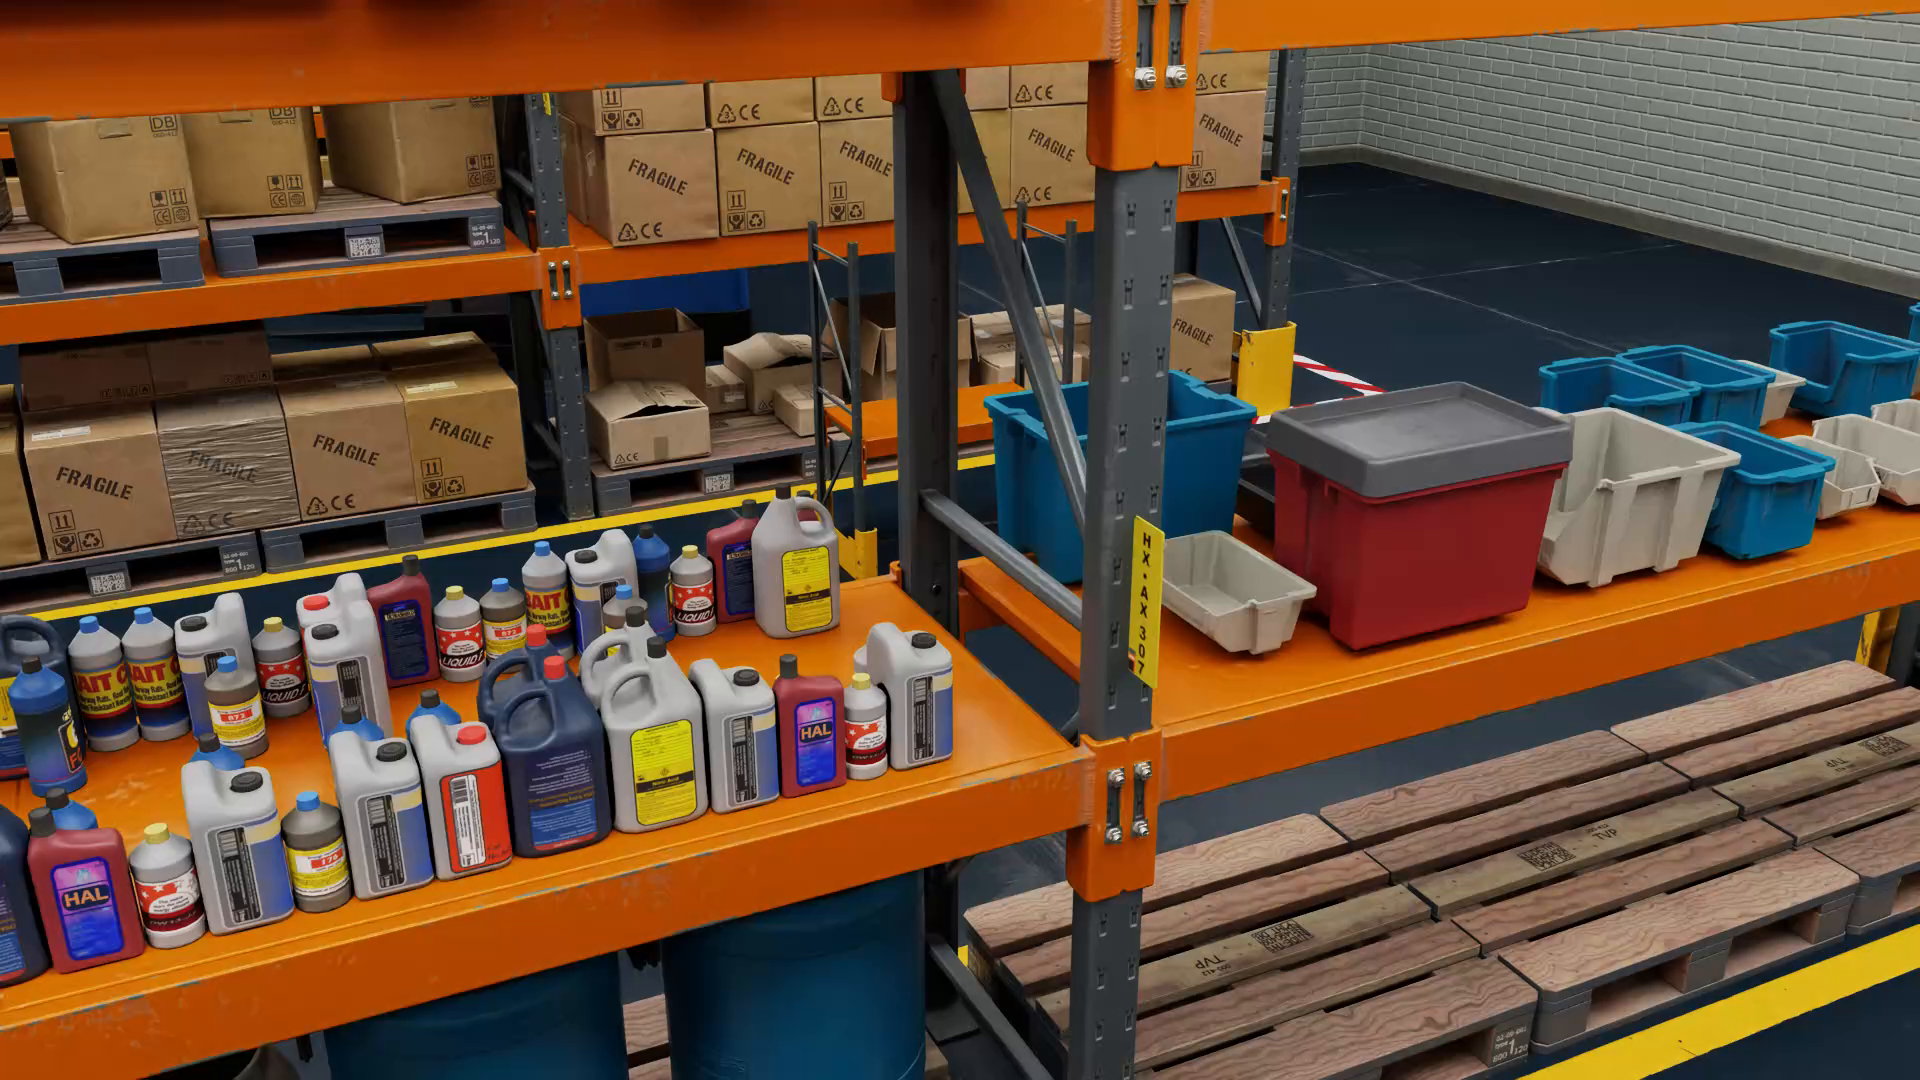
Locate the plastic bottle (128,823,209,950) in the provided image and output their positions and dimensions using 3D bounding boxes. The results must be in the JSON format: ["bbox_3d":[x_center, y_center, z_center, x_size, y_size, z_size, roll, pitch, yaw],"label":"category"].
[{"bbox_3d":[-1.304,0.561,2.733,0.097,0.201,0.097,0,22,0],"label":"plastic bottle"}]

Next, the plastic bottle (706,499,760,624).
[{"bbox_3d":[-0.518,0.048,3.864,0.133,0.283,0.061,-10,25,-24],"label":"plastic bottle"}]

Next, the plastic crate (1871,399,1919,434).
[{"bbox_3d":[2.798,-0.270,4.747,0.243,0.136,0.396,-10,25,-24],"label":"plastic crate"}]

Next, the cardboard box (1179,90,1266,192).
[{"bbox_3d":[1.291,-2.191,8.990,0.500,0.500,0.500,-10,24,-22],"label":"cardboard box"}]

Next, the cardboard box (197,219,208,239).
[{"bbox_3d":[-5.508,-2.255,11.539,0.750,0.750,0.750,-10,24,-22],"label":"cardboard box"}]

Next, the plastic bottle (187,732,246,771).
[{"bbox_3d":[-1.282,0.460,2.886,0.097,0.271,0.097,0,22,0],"label":"plastic bottle"}]

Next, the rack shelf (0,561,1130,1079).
[{"bbox_3d":[-1.684,0.723,3.023,4.000,0.370,1.077,-10,25,-24],"label":"rack shelf"}]

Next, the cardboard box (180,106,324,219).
[{"bbox_3d":[-3.143,-1.752,7.381,0.500,0.500,0.700,-6,23,-15],"label":"cardboard box"}]

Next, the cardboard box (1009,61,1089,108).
[{"bbox_3d":[0.375,-2.481,8.383,0.500,0.500,0.500,-10,24,-22],"label":"cardboard box"}]

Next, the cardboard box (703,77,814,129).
[{"bbox_3d":[-1.016,-2.224,7.764,0.500,0.500,0.500,-11,25,-25],"label":"cardboard box"}]

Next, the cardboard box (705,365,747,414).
[{"bbox_3d":[-1.325,-0.810,8.938,0.250,0.149,0.380,-10,25,-24],"label":"cardboard box"}]

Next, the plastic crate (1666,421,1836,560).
[{"bbox_3d":[1.983,-0.126,4.274,0.300,0.233,0.416,-10,25,-24],"label":"plastic crate"}]

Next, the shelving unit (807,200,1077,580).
[{"bbox_3d":[-0.069,-0.680,7.433,1.083,1.500,0.587,-10,25,-24],"label":"shelving unit"}]

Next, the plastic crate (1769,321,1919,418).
[{"bbox_3d":[2.763,-0.519,5.222,0.300,0.233,0.416,-10,25,-24],"label":"plastic crate"}]

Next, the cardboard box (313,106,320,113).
[{"bbox_3d":[-4.578,-3.045,11.487,0.250,0.149,0.380,-10,24,-23],"label":"cardboard box"}]

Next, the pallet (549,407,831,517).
[{"bbox_3d":[-1.408,-0.474,8.620,1.213,0.211,1.003,-10,25,-24],"label":"pallet"}]

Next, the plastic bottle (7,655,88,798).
[{"bbox_3d":[-1.737,0.347,3.158,0.097,0.271,0.097,0,22,0],"label":"plastic bottle"}]

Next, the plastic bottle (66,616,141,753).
[{"bbox_3d":[-1.712,0.281,3.317,0.097,0.271,0.097,0,22,0],"label":"plastic bottle"}]

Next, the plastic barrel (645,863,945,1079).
[{"bbox_3d":[-0.380,0.918,3.804,0.708,0.901,0.600,-10,25,-24],"label":"plastic barrel"}]

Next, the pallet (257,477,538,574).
[{"bbox_3d":[-2.744,-0.213,7.988,1.213,0.211,1.003,-10,25,-24],"label":"pallet"}]

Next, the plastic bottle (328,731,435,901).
[{"bbox_3d":[-1.002,0.459,2.881,0.135,0.276,0.152,-10,25,-24],"label":"plastic bottle"}]

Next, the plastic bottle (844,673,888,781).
[{"bbox_3d":[-0.190,0.356,3.229,0.097,0.201,0.097,0,22,0],"label":"plastic bottle"}]

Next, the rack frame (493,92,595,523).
[{"bbox_3d":[-2.027,-1.649,7.812,0.127,3.000,1.000,-10,25,-24],"label":"rack frame"}]

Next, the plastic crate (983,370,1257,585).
[{"bbox_3d":[0.390,-0.157,4.150,0.575,0.384,0.392,-10,25,-24],"label":"plastic crate"}]

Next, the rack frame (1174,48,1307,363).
[{"bbox_3d":[1.577,-2.313,9.415,0.127,3.000,1.000,-10,25,-24],"label":"rack frame"}]

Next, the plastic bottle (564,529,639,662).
[{"bbox_3d":[-0.794,0.122,3.696,0.135,0.276,0.152,-10,25,-24],"label":"plastic bottle"}]

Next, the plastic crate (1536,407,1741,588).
[{"bbox_3d":[1.573,-0.104,4.157,0.530,0.282,0.437,-10,25,-24],"label":"plastic crate"}]

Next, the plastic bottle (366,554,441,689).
[{"bbox_3d":[-1.198,0.173,3.562,0.133,0.283,0.061,-10,25,-24],"label":"plastic bottle"}]

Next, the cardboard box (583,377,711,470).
[{"bbox_3d":[-1.555,-0.605,8.231,0.500,0.311,0.500,-10,25,-24],"label":"cardboard box"}]

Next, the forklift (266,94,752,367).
[{"bbox_3d":[-2.881,-2.611,10.227,3.031,2.935,1.130,-3,23,-8],"label":"forklift"}]

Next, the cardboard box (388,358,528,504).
[{"bbox_3d":[-2.348,-0.517,7.770,0.500,0.500,0.500,-11,25,-24],"label":"cardboard box"}]

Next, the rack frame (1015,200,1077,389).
[{"bbox_3d":[0.381,-0.763,7.633,0.032,1.500,0.500,-10,25,-24],"label":"rack frame"}]

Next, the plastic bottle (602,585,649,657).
[{"bbox_3d":[-0.723,0.196,3.614,0.097,0.201,0.097,0,22,0],"label":"plastic bottle"}]

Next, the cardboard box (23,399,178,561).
[{"bbox_3d":[-3.706,-0.270,7.173,0.500,0.500,0.500,-11,25,-25],"label":"cardboard box"}]

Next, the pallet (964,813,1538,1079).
[{"bbox_3d":[0.763,1.211,4.547,1.213,0.211,1.003,-10,25,-24],"label":"pallet"}]

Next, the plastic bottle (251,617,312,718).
[{"bbox_3d":[-1.415,0.259,3.462,0.097,0.201,0.097,0,22,0],"label":"plastic bottle"}]

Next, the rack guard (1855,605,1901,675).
[{"bbox_3d":[3.738,0.541,5.788,0.348,0.500,1.175,-10,25,-24],"label":"rack guard"}]

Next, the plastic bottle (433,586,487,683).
[{"bbox_3d":[-1.086,0.198,3.608,0.097,0.201,0.097,0,22,0],"label":"plastic bottle"}]

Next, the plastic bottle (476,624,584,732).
[{"bbox_3d":[-0.798,0.327,3.102,0.185,0.351,0.144,-10,25,-24],"label":"plastic bottle"}]

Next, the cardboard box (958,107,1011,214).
[{"bbox_3d":[-0.080,-1.939,8.382,0.500,0.500,0.500,-11,25,-24],"label":"cardboard box"}]

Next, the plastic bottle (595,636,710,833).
[{"bbox_3d":[-0.569,0.346,3.056,0.185,0.351,0.144,-10,25,-24],"label":"plastic bottle"}]

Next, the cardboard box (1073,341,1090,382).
[{"bbox_3d":[0.790,-0.996,9.363,0.250,0.166,0.380,-10,25,-24],"label":"cardboard box"}]

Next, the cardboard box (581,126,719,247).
[{"bbox_3d":[-1.450,-1.686,7.771,0.500,0.500,0.500,-10,24,-22],"label":"cardboard box"}]

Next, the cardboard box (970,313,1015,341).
[{"bbox_3d":[0.063,-1.087,9.475,0.500,0.250,0.500,-10,25,-24],"label":"cardboard box"}]

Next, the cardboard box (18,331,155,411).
[{"bbox_3d":[-3.922,-0.799,7.470,0.500,0.250,0.500,-11,25,-25],"label":"cardboard box"}]

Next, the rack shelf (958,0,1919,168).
[{"bbox_3d":[1.920,-1.327,4.052,4.000,0.370,1.077,-10,25,-24],"label":"rack shelf"}]

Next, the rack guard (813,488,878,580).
[{"bbox_3d":[-0.517,-0.020,7.472,0.087,0.250,0.587,-10,25,-24],"label":"rack guard"}]

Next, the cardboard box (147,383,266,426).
[{"bbox_3d":[-3.498,-0.529,7.798,0.500,0.500,0.500,-10,25,-23],"label":"cardboard box"}]

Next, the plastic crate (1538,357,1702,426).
[{"bbox_3d":[1.900,-0.360,4.838,0.300,0.233,0.416,-10,25,-24],"label":"plastic crate"}]
